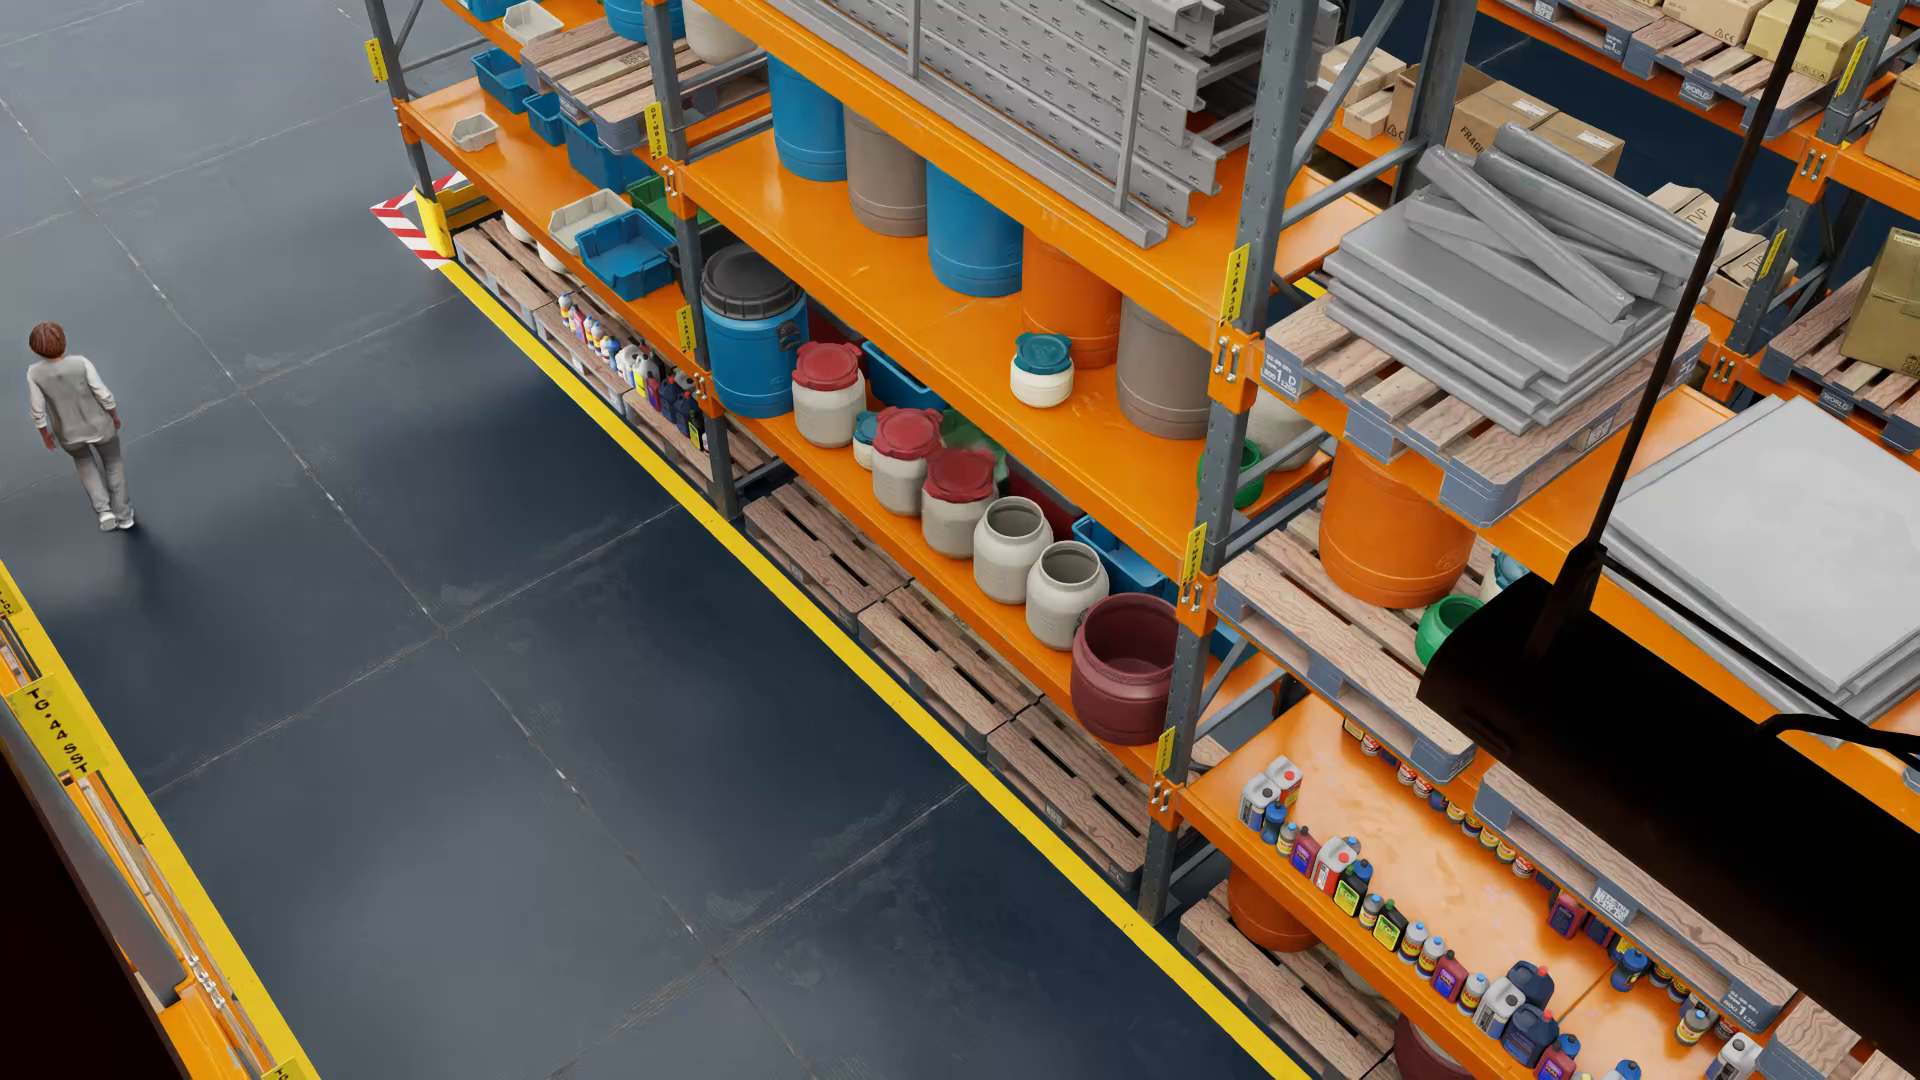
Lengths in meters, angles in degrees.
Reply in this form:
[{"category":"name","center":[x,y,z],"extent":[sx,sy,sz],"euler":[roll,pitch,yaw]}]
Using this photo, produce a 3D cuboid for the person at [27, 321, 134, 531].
[{"category":"person","center":[-5.552,-0.680,10.552],"extent":[0.498,1.579,0.448],"euler":[-16,49,-15]}]
